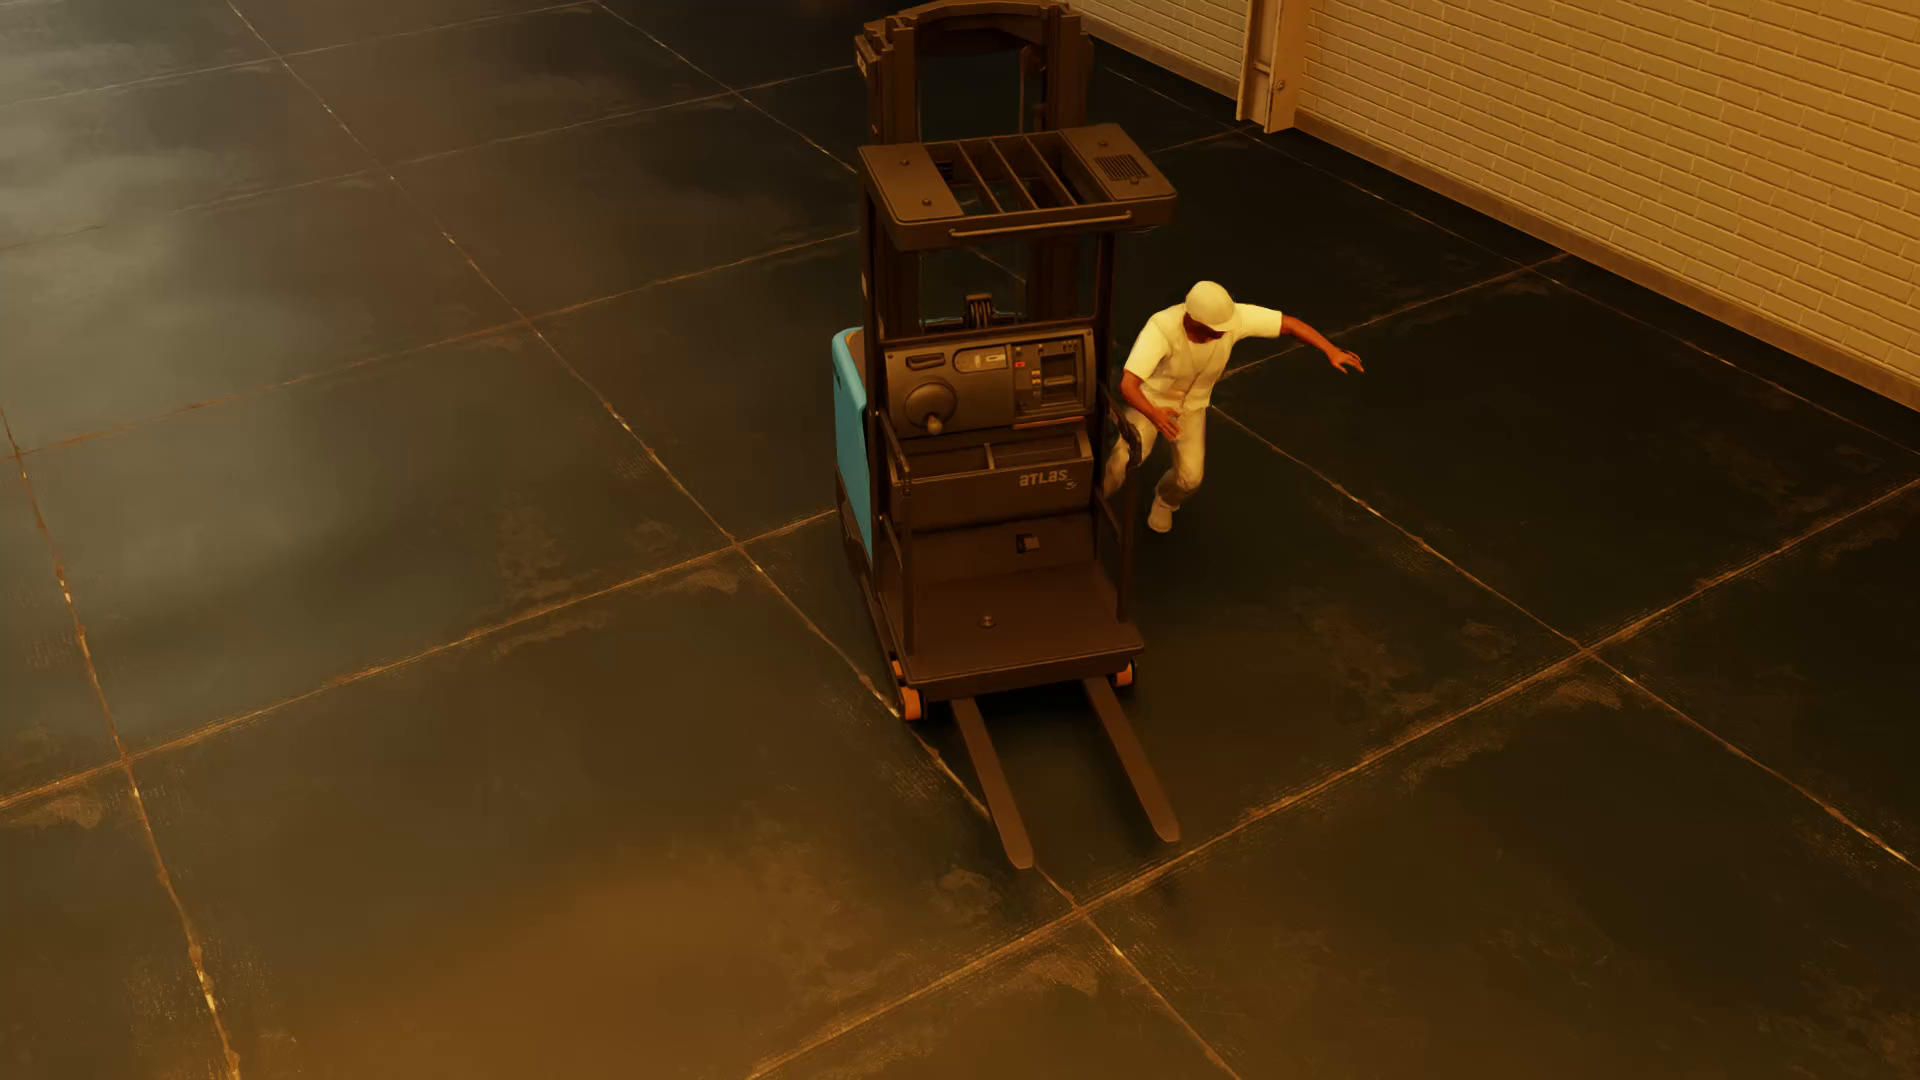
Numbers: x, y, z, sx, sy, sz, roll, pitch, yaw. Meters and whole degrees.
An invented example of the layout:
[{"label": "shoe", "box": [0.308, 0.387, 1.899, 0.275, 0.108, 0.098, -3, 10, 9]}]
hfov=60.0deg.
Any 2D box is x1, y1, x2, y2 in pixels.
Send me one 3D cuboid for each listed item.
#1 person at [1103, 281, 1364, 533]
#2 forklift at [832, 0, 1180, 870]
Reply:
[{"label": "person", "box": [1.119, -0.635, 8.300, 1.580, 1.466, 0.799, -9, 36, -13]}, {"label": "forklift", "box": [0.190, -0.623, 7.034, 1.130, 2.935, 3.031, -8, 36, -11]}]
